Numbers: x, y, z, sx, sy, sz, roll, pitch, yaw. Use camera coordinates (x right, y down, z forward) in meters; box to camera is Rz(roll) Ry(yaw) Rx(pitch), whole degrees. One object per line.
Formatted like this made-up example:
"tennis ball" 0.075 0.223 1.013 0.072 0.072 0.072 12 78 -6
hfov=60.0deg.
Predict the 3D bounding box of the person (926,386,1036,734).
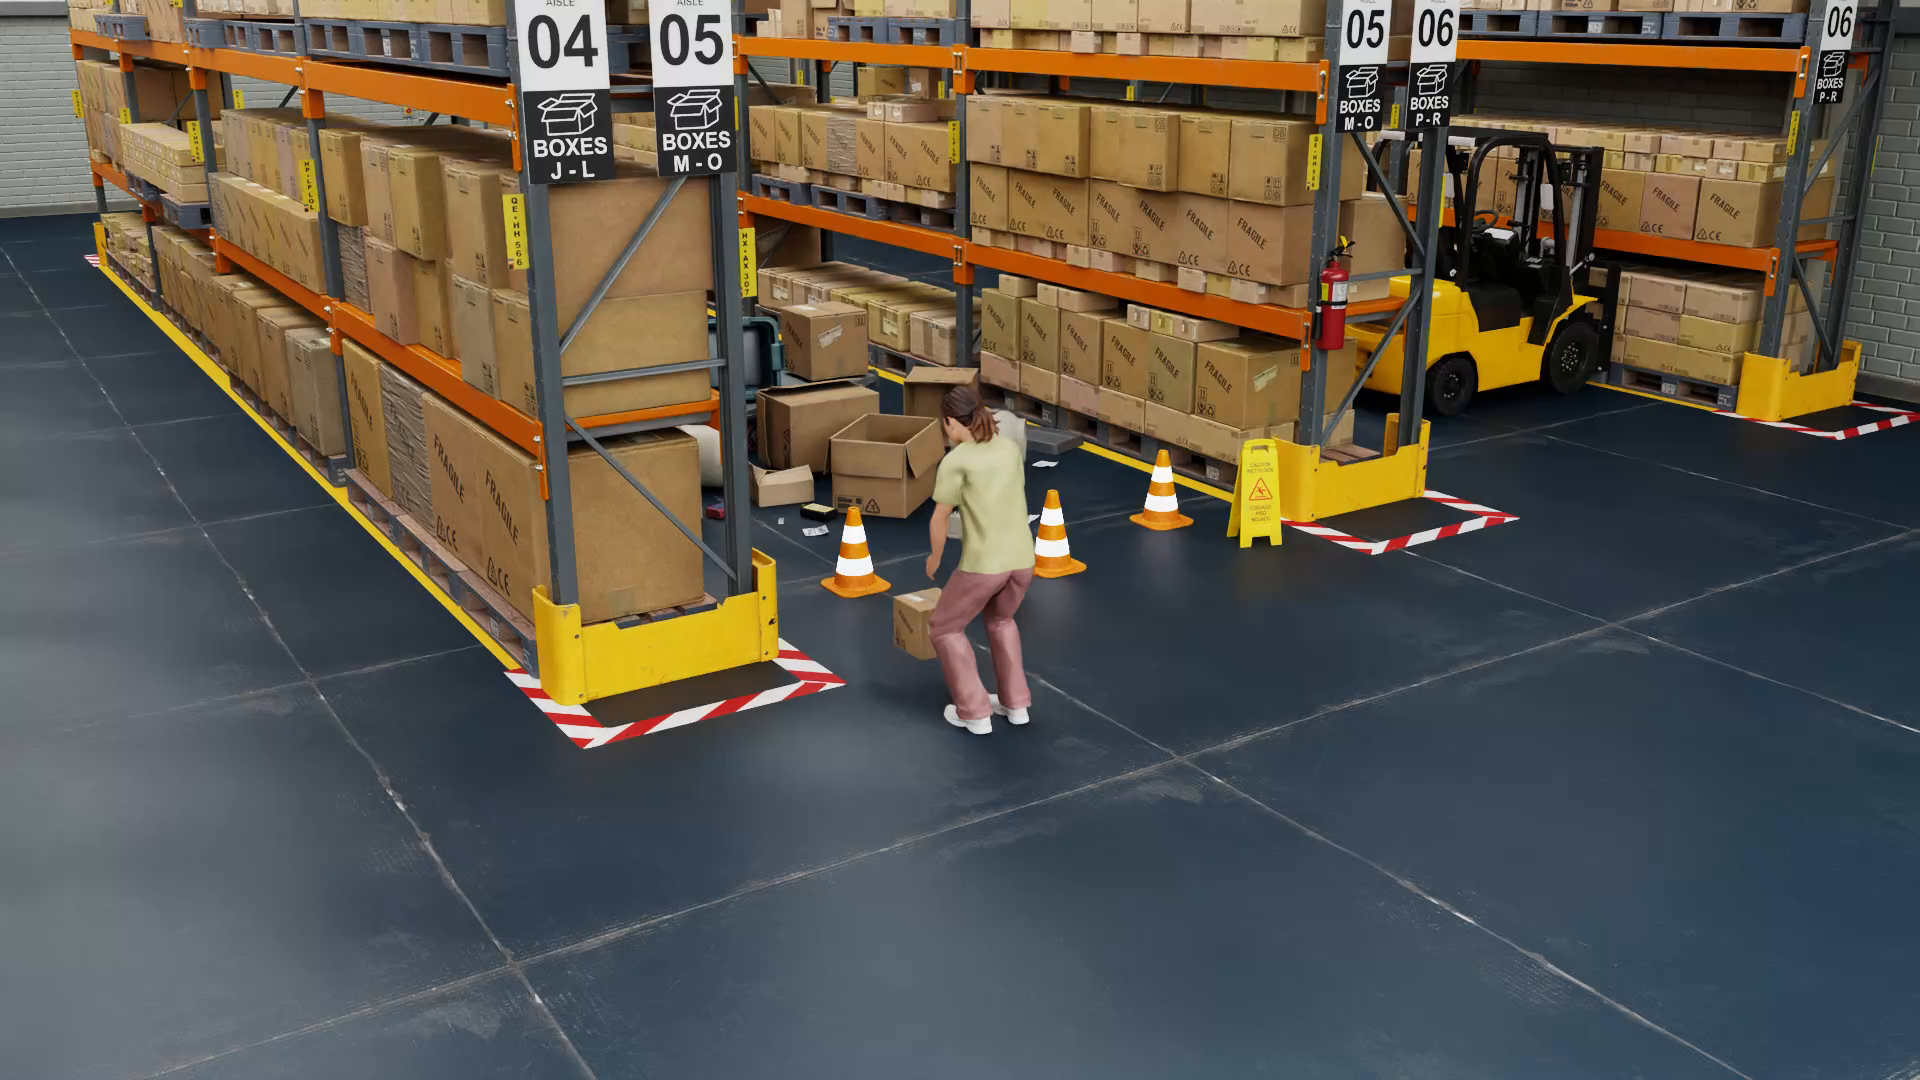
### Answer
"person" 0.083 0.097 7.469 0.490 1.556 0.489 -11 21 -30
